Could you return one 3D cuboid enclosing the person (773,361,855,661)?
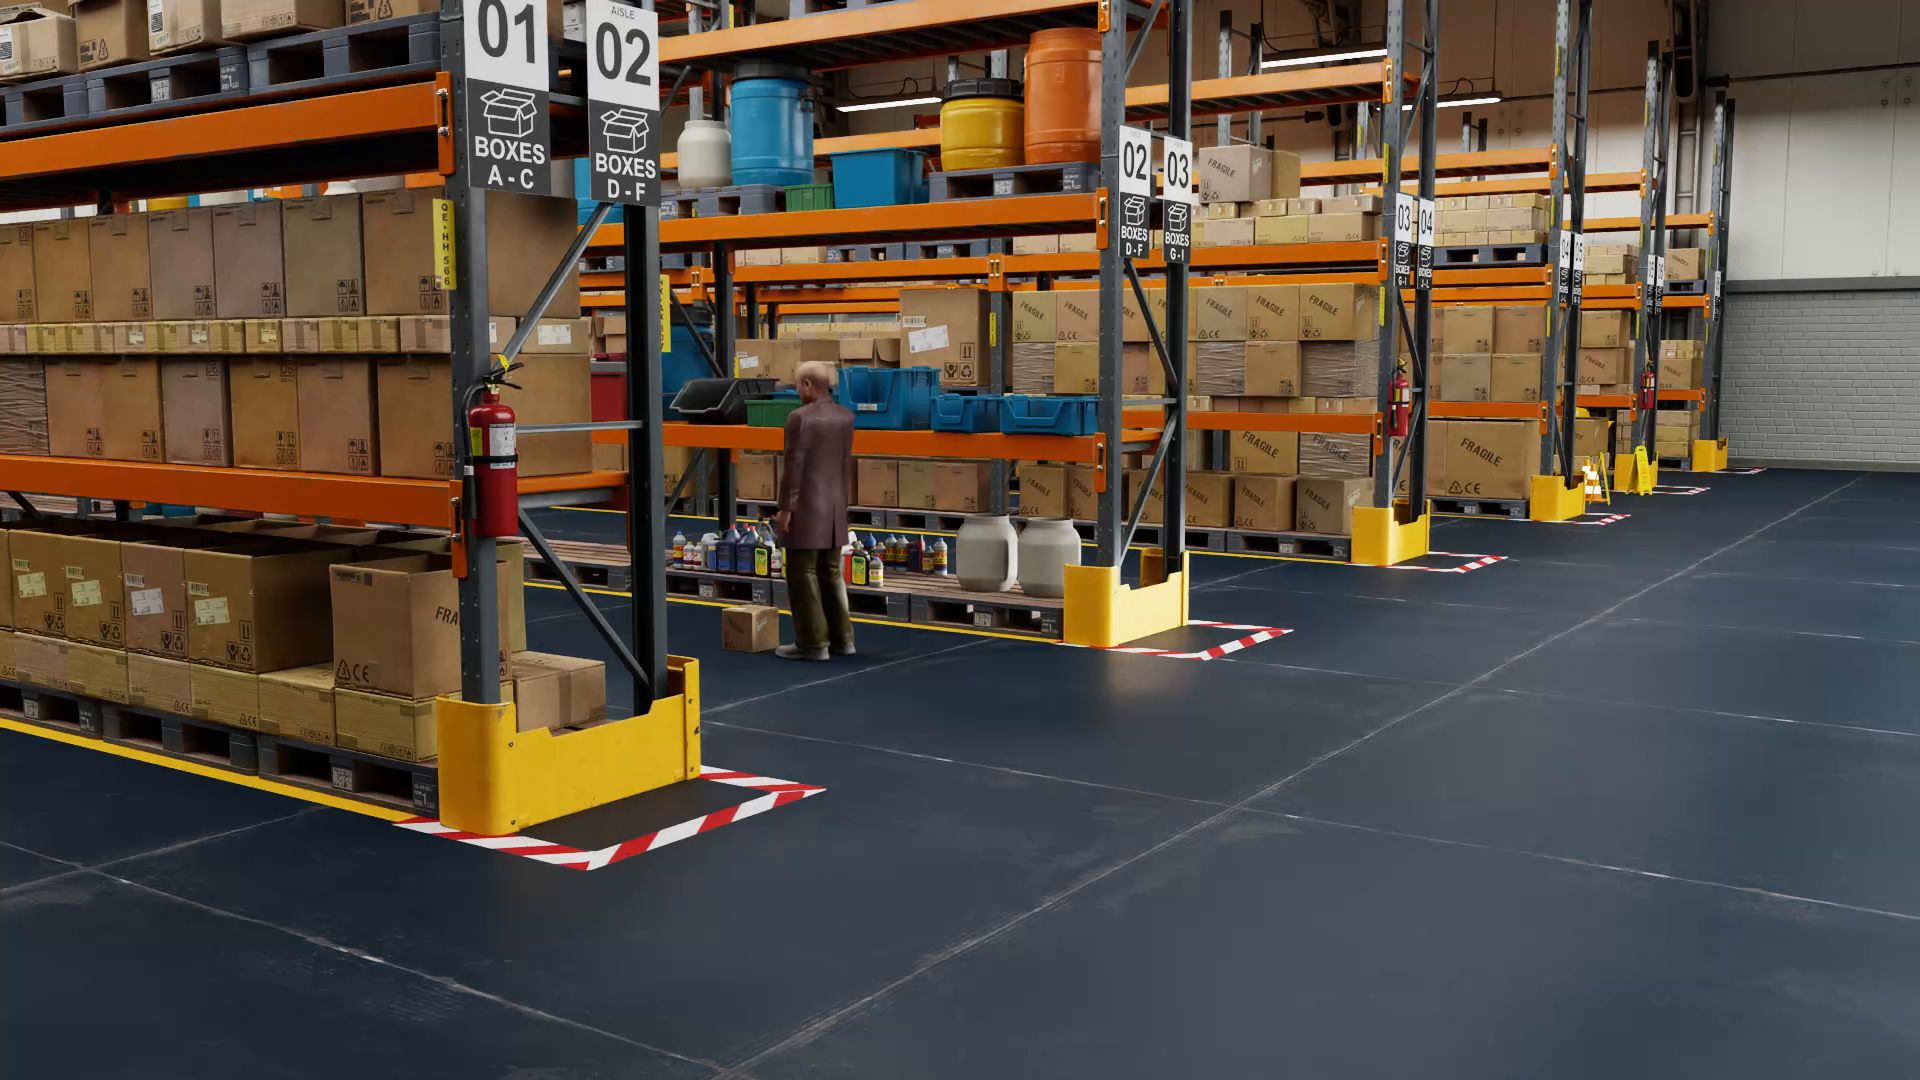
[{"bbox_3d":[-0.884,-0.175,9.922,0.381,1.778,0.562,4,7,35],"label":"person"}]
